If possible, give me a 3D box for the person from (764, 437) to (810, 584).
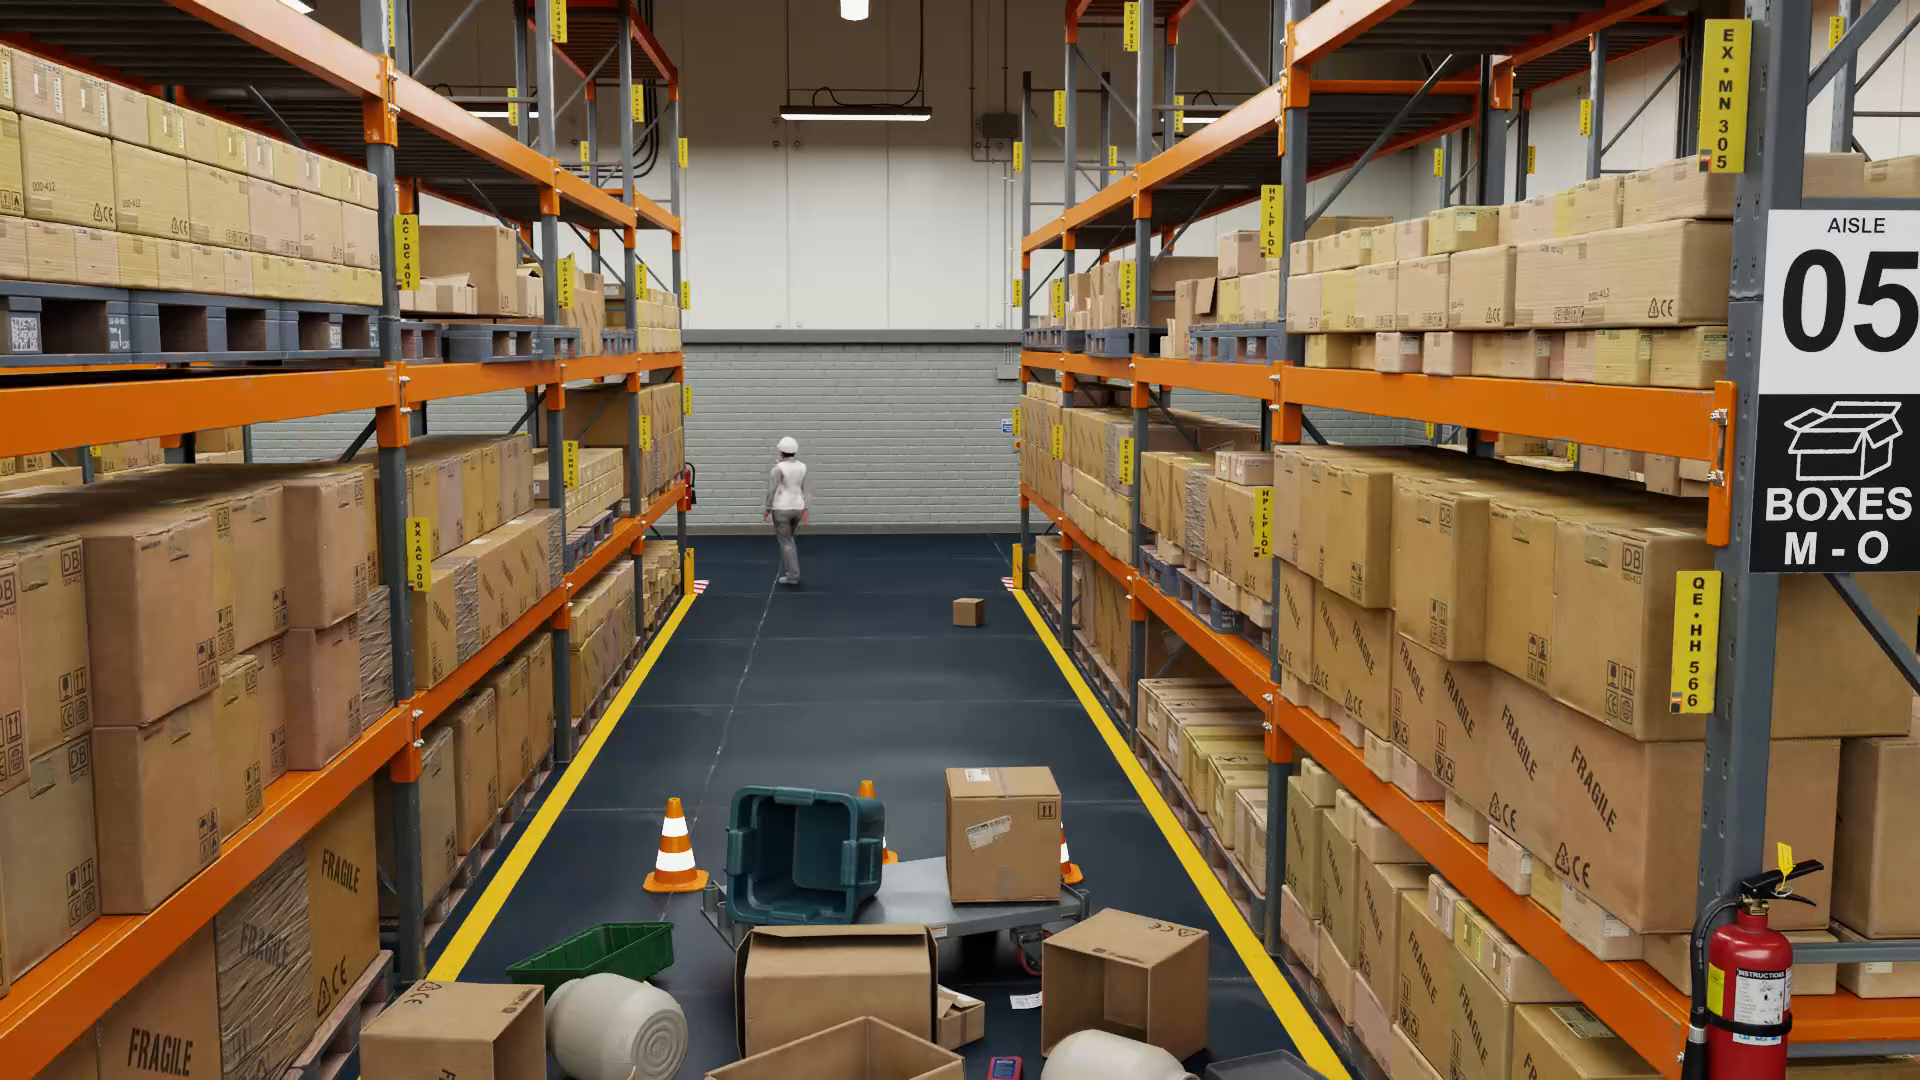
[{"bbox_3d":[-2.103,-0.340,19.974,0.504,1.810,0.538,7,9,44],"label":"person"}]
